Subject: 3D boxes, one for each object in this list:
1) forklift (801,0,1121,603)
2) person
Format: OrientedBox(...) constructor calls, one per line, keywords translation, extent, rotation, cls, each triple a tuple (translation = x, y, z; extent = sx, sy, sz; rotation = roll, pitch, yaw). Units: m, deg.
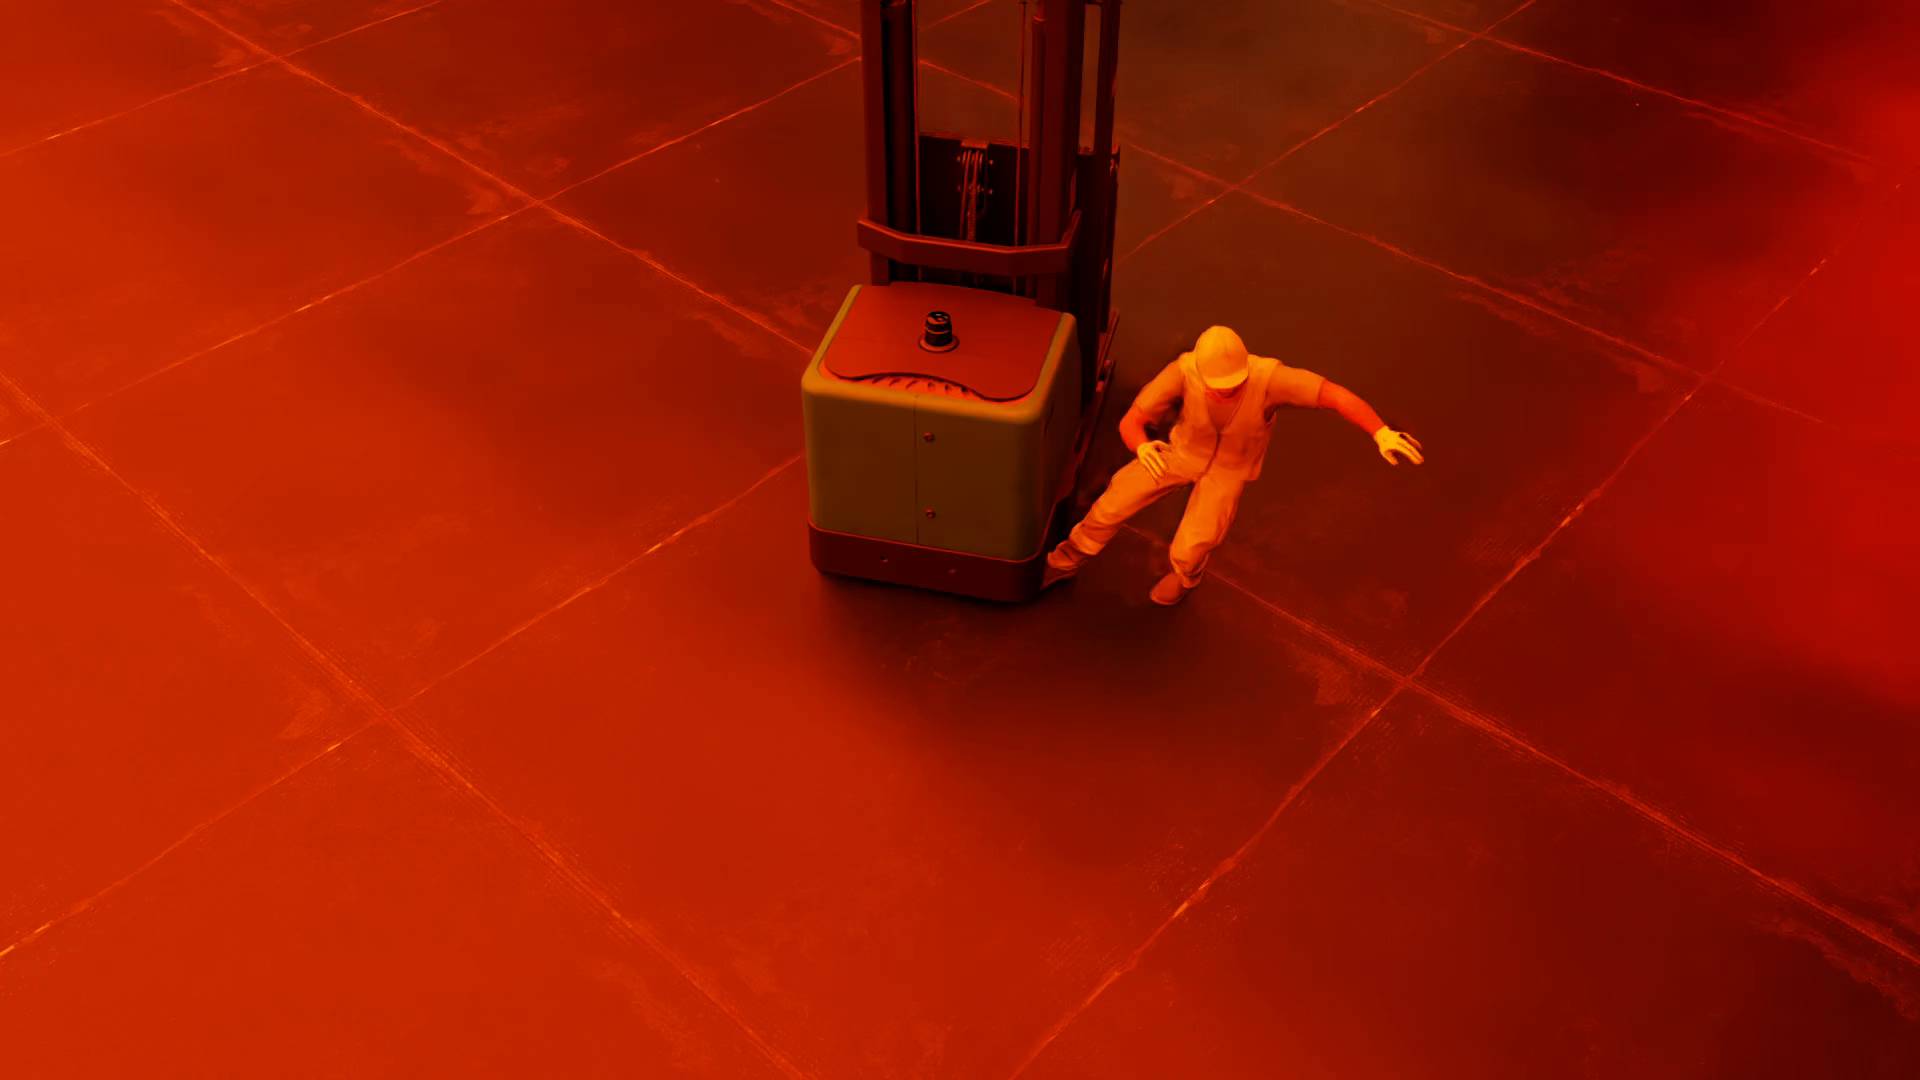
OrientedBox(translation=(0.180, -1.806, 7.533), extent=(1.130, 2.935, 3.031), rotation=(9, 41, 11), cls="forklift")
OrientedBox(translation=(1.024, -0.235, 6.805), extent=(1.613, 1.479, 0.804), rotation=(13, 42, 15), cls="person")
